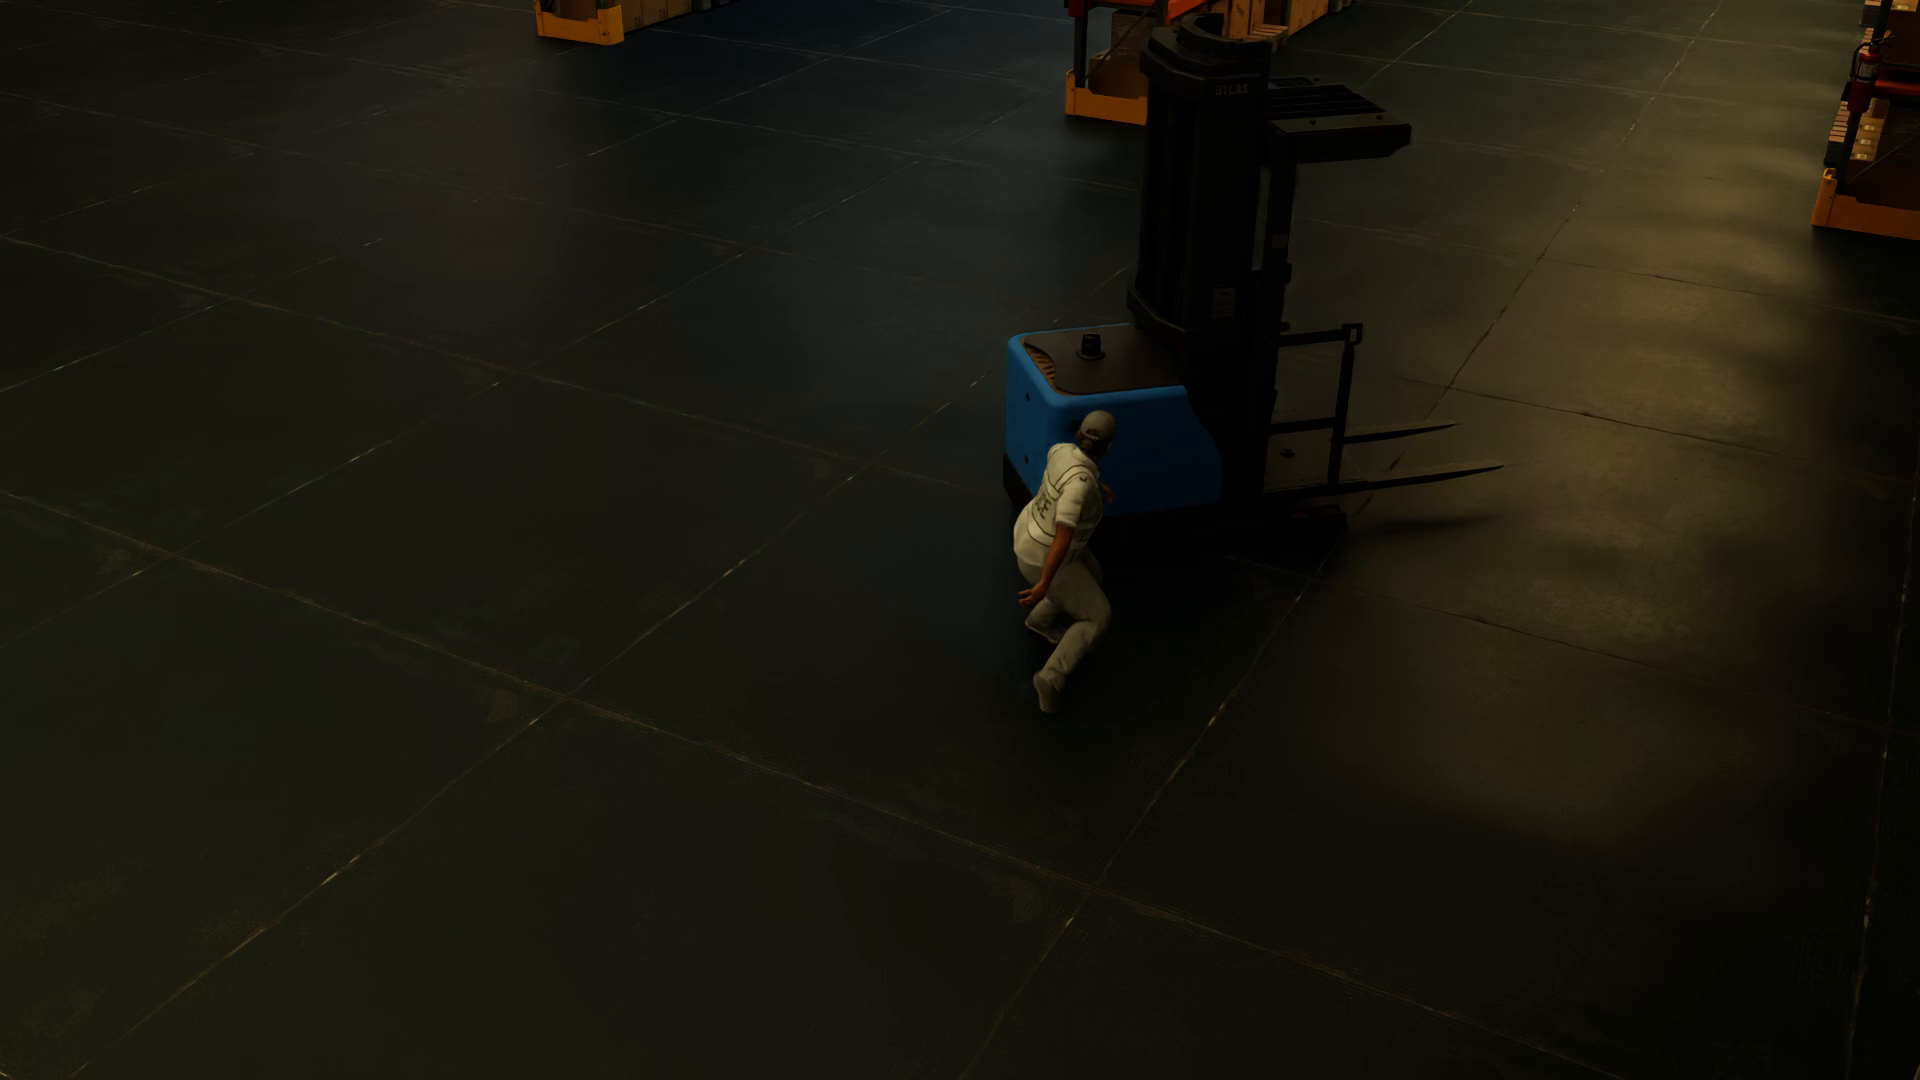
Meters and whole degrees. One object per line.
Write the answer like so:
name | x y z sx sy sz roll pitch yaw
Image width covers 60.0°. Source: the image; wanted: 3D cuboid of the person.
person | 0.532 0.098 8.429 0.533 1.580 0.946 1 30 2

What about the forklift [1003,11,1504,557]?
forklift | 1.844 -1.522 9.708 3.031 2.935 1.130 -7 31 -12
